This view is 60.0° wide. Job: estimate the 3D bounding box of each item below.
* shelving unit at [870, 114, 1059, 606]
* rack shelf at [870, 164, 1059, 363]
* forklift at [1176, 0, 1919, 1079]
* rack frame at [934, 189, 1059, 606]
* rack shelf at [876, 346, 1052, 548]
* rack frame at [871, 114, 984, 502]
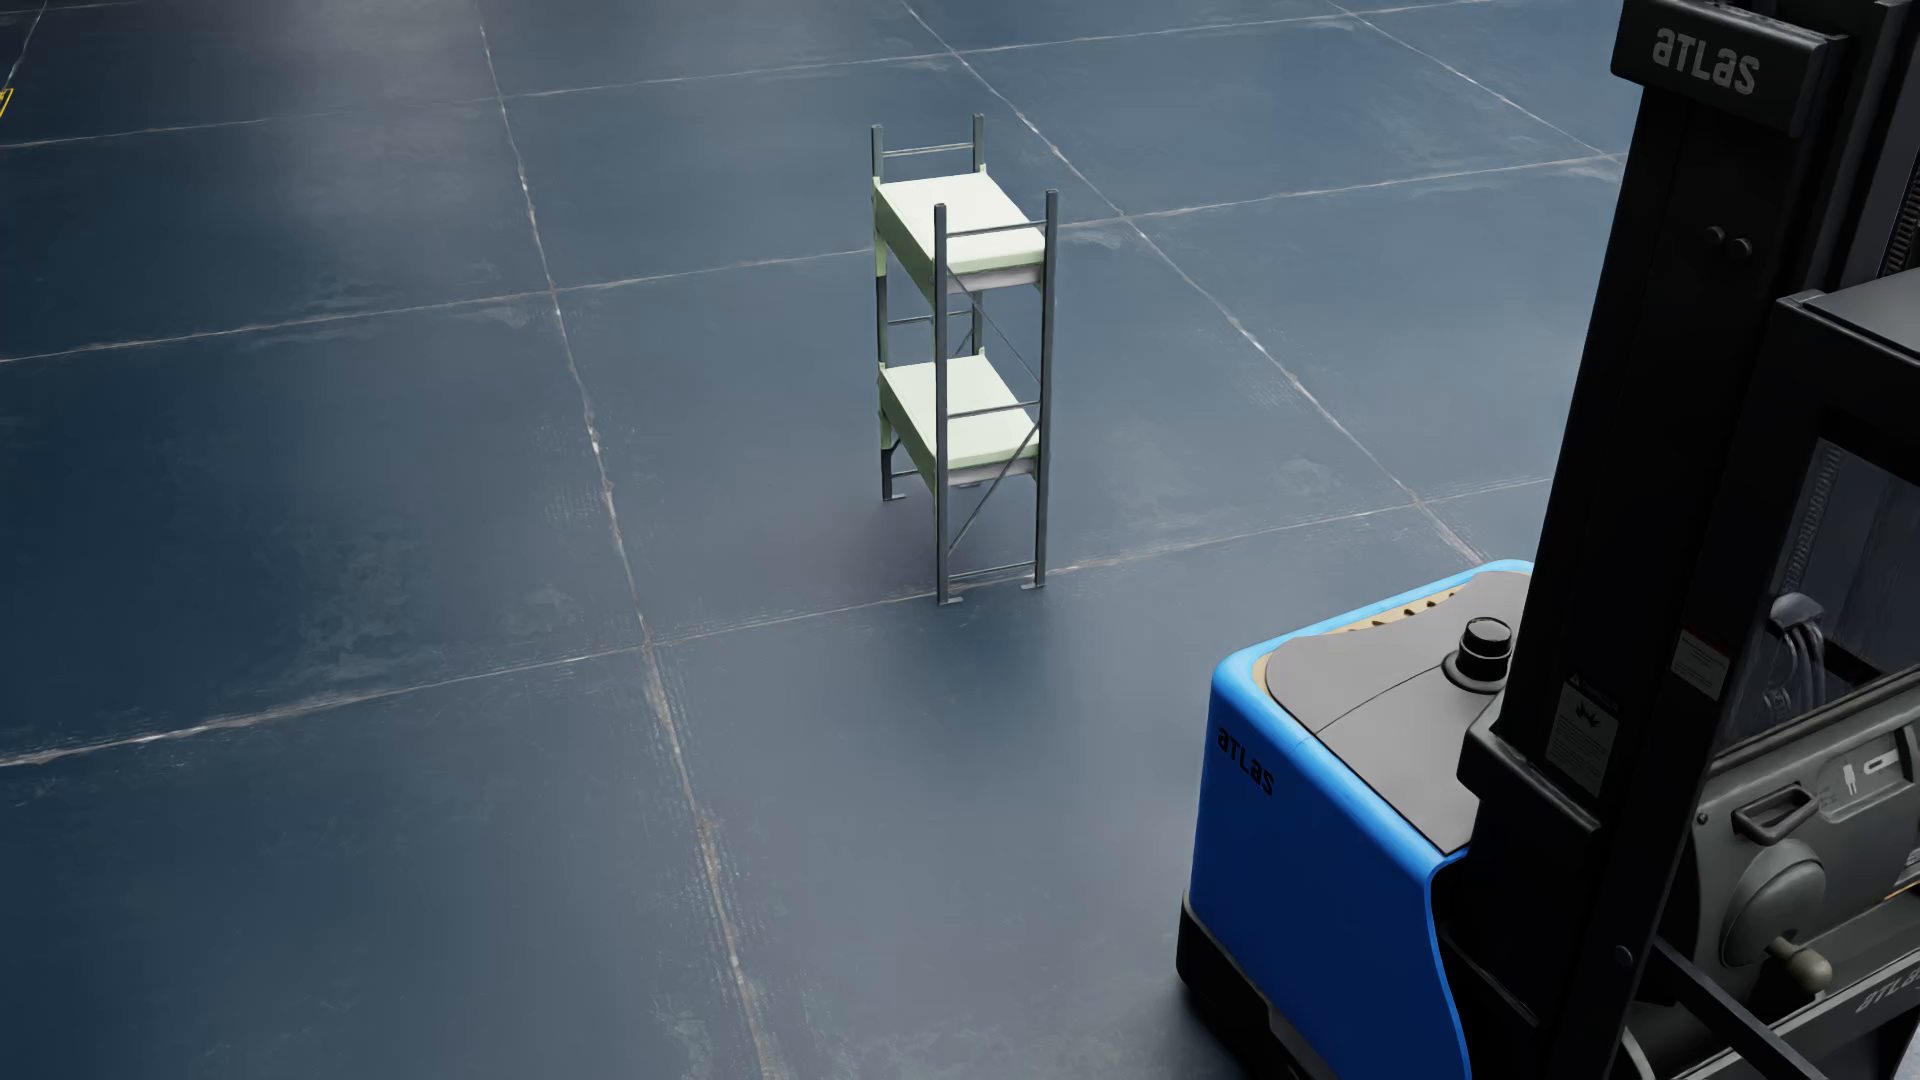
[{"bbox_3d":[0.002,-0.622,5.831,0.431,1.500,0.755,-10,35,-15],"label":"shelving unit"},{"bbox_3d":[0.002,-0.948,5.616,0.431,0.370,0.720,-10,35,-15],"label":"rack shelf"},{"bbox_3d":[1.711,0.542,2.771,1.130,2.935,3.031,-16,37,-23],"label":"forklift"},{"bbox_3d":[0.114,-0.430,5.540,0.400,1.500,0.023,-10,35,-15],"label":"rack frame"},{"bbox_3d":[0.002,-0.350,6.011,0.431,0.370,0.720,-10,35,-15],"label":"rack shelf"},{"bbox_3d":[-0.110,-0.814,6.122,0.400,1.500,0.023,-10,35,-15],"label":"rack frame"}]
